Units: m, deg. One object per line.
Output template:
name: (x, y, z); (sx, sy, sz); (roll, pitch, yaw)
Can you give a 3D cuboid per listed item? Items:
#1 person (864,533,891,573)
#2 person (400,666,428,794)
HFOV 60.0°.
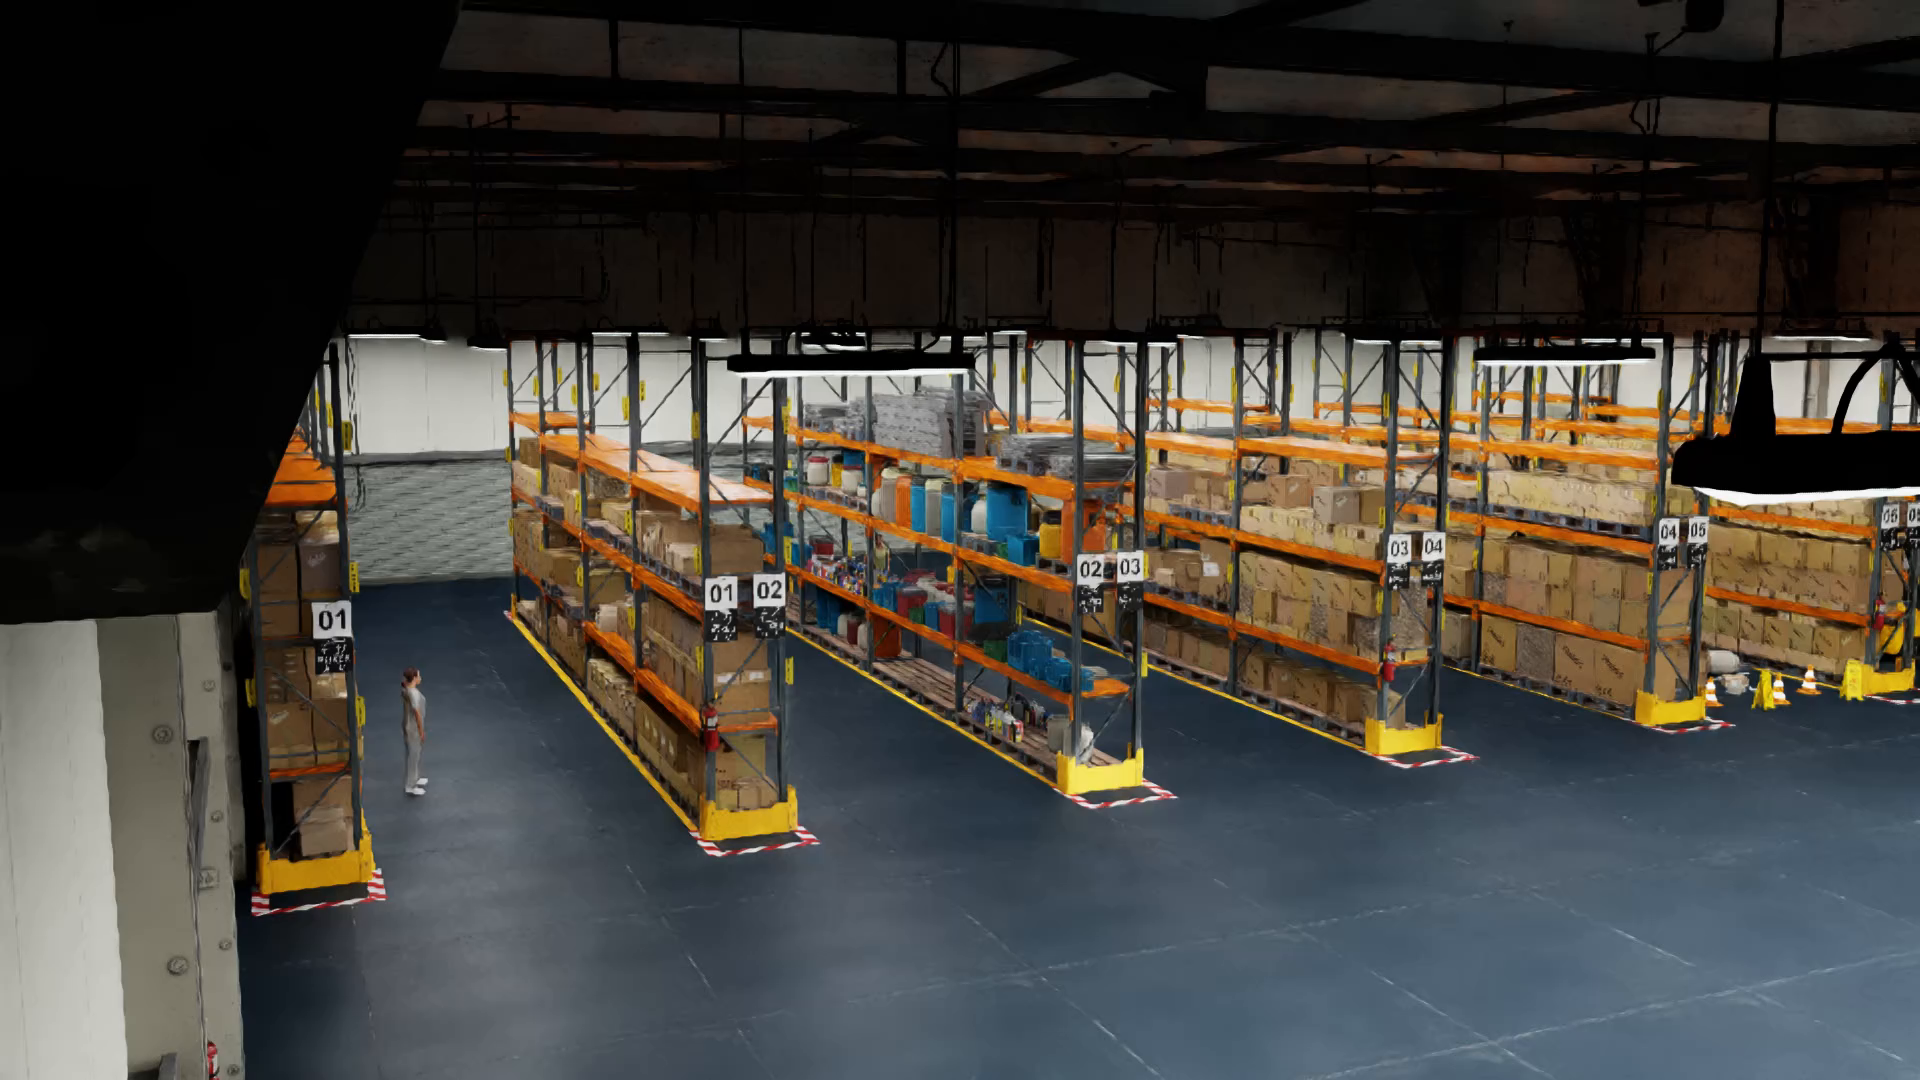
person: (-1.787, 0.648, 35.979); (0.598, 1.619, 0.507); (-4, 9, -24)
person: (-7.232, 2.493, 22.052); (0.385, 1.678, 0.592); (-5, 9, -32)
